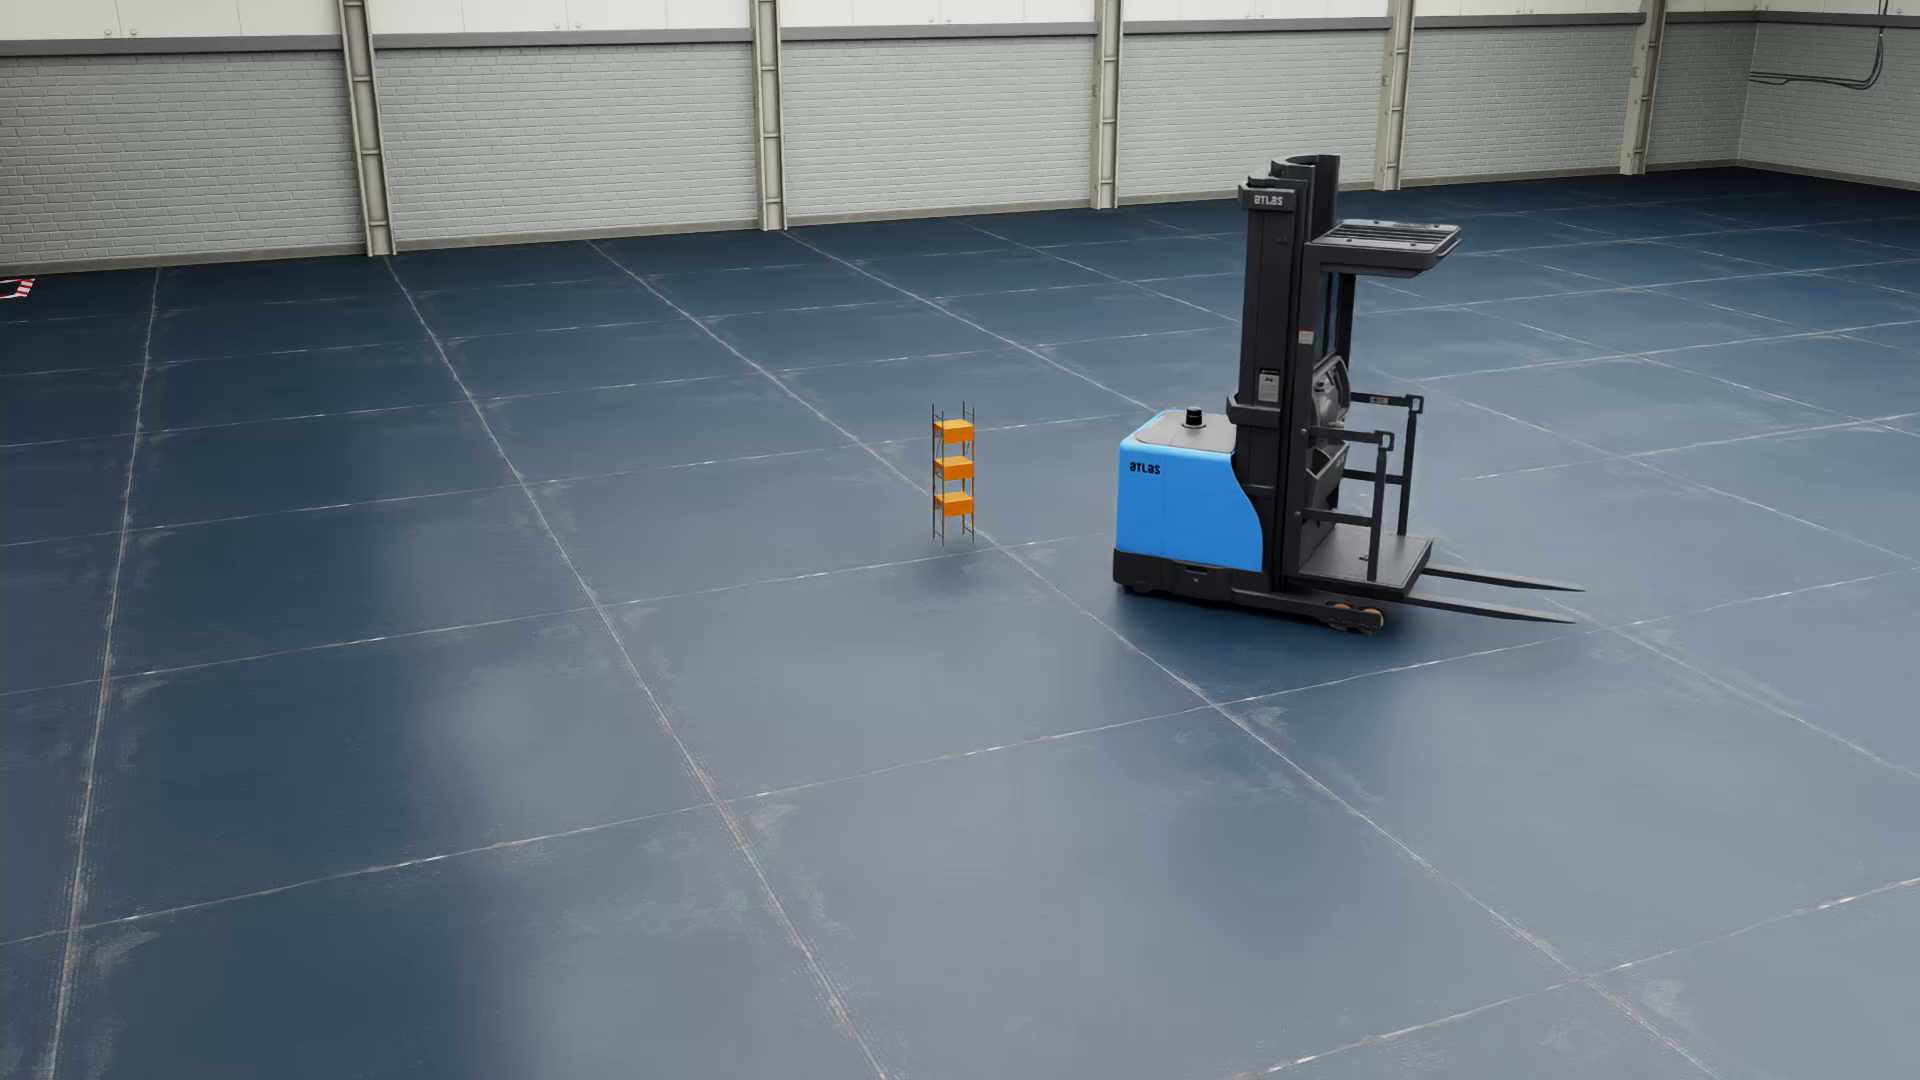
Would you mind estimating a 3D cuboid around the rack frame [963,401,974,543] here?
[{"bbox_3d":[0.063,-0.504,12.373,0.008,1.050,0.200,-8,21,-22],"label":"rack frame"}]

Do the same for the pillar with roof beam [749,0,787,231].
[{"bbox_3d":[-1.306,-7.939,21.519,0.400,9.000,9.100,-8,21,-22],"label":"pillar with roof beam"}]

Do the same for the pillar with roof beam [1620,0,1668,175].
[{"bbox_3d":[15.221,-10.307,28.244,0.400,9.000,9.100,-8,21,-22],"label":"pillar with roof beam"}]

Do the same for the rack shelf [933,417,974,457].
[{"bbox_3d":[-0.049,-0.746,12.237,0.240,0.259,0.215,-8,21,-22],"label":"rack shelf"}]

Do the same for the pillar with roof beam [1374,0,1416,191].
[{"bbox_3d":[9.712,-9.517,26.002,0.400,9.000,9.100,-8,21,-22],"label":"pillar with roof beam"}]

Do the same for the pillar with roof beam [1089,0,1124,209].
[{"bbox_3d":[4.203,-8.728,23.761,0.400,9.000,9.100,-8,21,-22],"label":"pillar with roof beam"}]

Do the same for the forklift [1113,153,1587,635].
[{"bbox_3d":[2.617,-0.970,10.863,3.031,2.935,1.130,9,21,24],"label":"forklift"}]

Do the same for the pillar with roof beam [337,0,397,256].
[{"bbox_3d":[-6.815,-7.149,19.277,0.400,9.000,9.100,-8,21,-22],"label":"pillar with roof beam"}]

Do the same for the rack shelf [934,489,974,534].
[{"bbox_3d":[-0.049,-0.216,12.424,0.240,0.259,0.215,-8,21,-22],"label":"rack shelf"}]

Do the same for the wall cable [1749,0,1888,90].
[{"bbox_3d":[16.745,-10.139,32.444,0.112,2.526,3.097,-8,21,-22],"label":"wall cable"}]

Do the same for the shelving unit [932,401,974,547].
[{"bbox_3d":[-0.049,-0.488,12.328,0.252,1.050,0.215,-8,21,-22],"label":"shelving unit"}]

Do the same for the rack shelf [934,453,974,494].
[{"bbox_3d":[-0.049,-0.478,12.331,0.240,0.259,0.215,-8,21,-22],"label":"rack shelf"}]

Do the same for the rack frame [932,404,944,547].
[{"bbox_3d":[-0.161,-0.472,12.282,0.008,1.050,0.200,-8,21,-22],"label":"rack frame"}]
